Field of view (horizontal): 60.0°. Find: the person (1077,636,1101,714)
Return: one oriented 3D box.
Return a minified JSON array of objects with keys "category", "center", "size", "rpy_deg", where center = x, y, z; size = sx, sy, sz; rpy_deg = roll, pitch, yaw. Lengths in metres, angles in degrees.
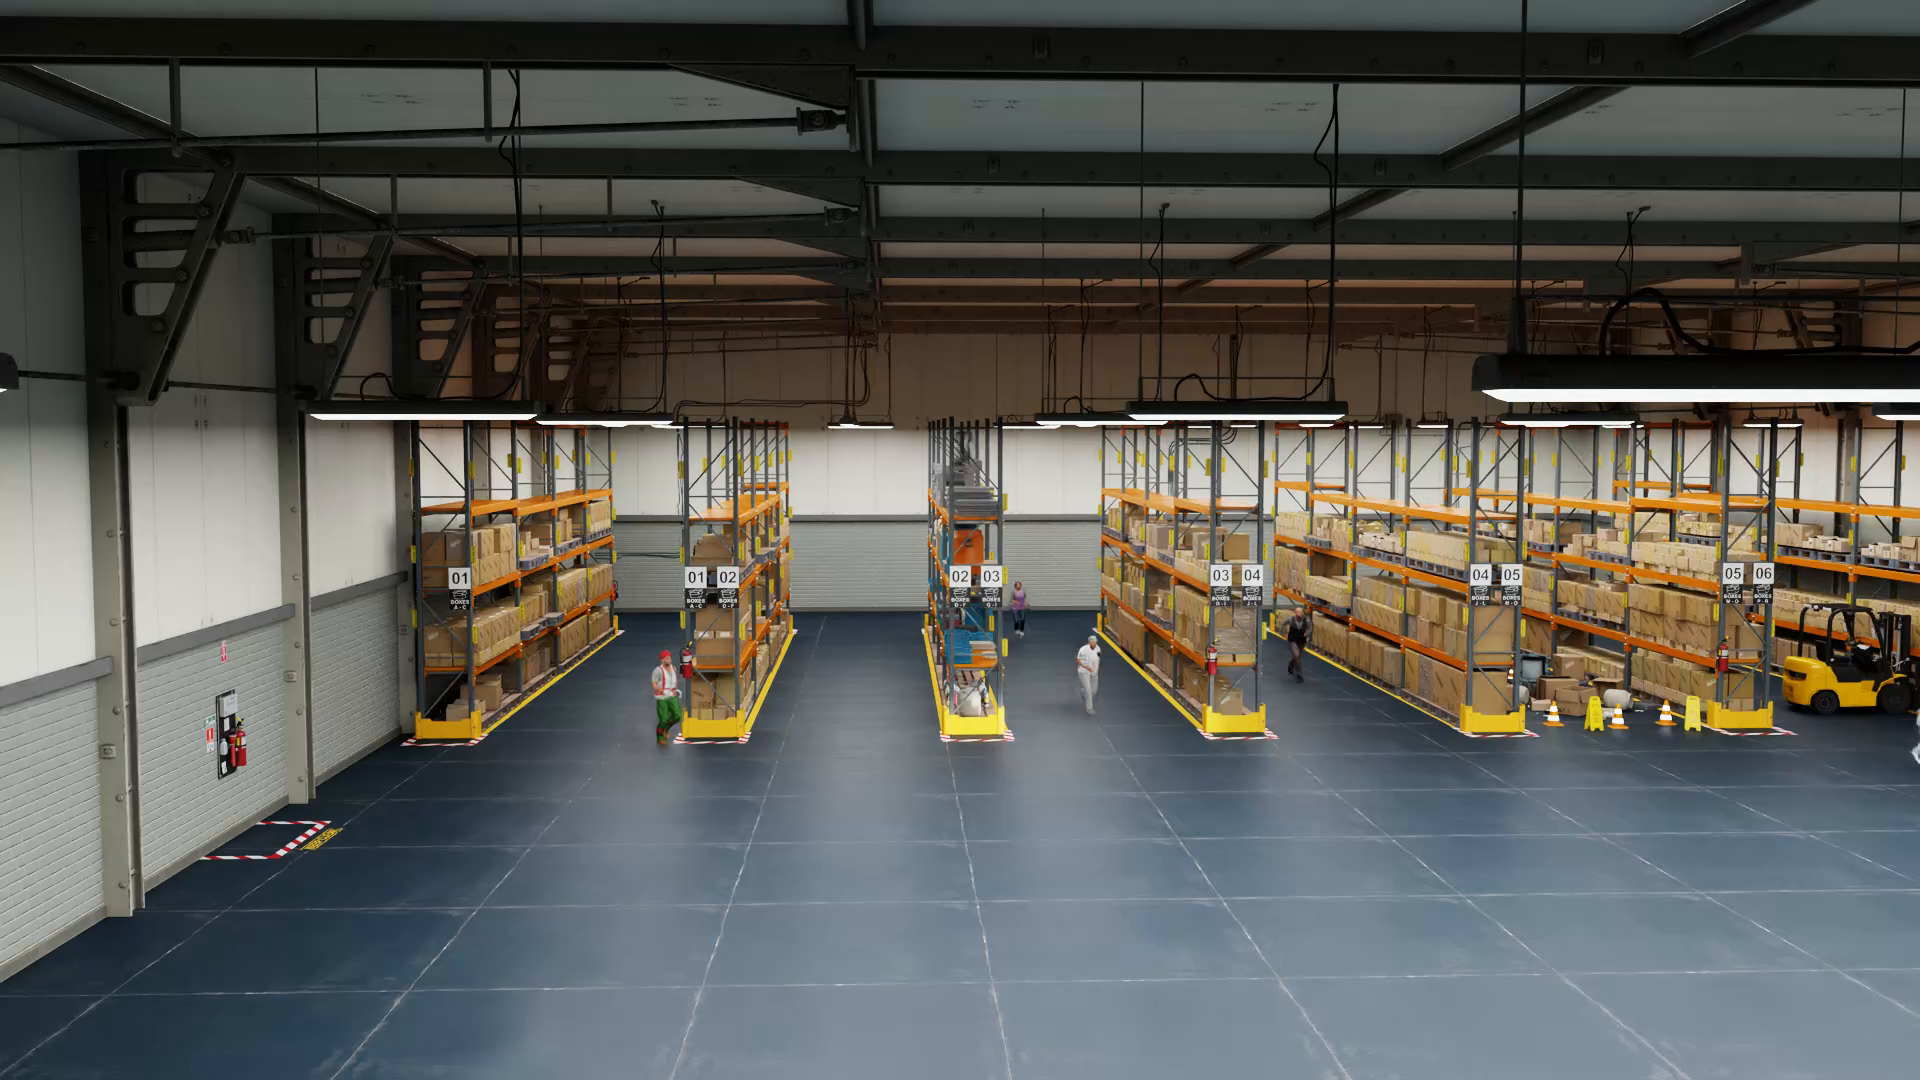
[{"category":"person","center":[2.618,2.726,33.915],"size":[0.572,1.609,0.739],"rpy_deg":[-1,4,-20]}]

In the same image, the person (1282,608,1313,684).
[{"category":"person","center":[7.730,2.388,38.207],"size":[0.661,1.727,1.082],"rpy_deg":[-1,4,-10]}]

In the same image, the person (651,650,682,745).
[{"category":"person","center":[-5.304,2.872,30.270],"size":[0.643,1.735,0.661],"rpy_deg":[4,5,44]}]

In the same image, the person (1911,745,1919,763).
[{"category":"person","center":[16.558,3.117,27.985],"size":[0.600,1.624,1.004],"rpy_deg":[-3,5,-37]}]

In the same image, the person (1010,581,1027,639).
[{"category":"person","center":[1.583,1.871,44.615],"size":[0.511,1.561,0.631],"rpy_deg":[0,4,-6]}]
